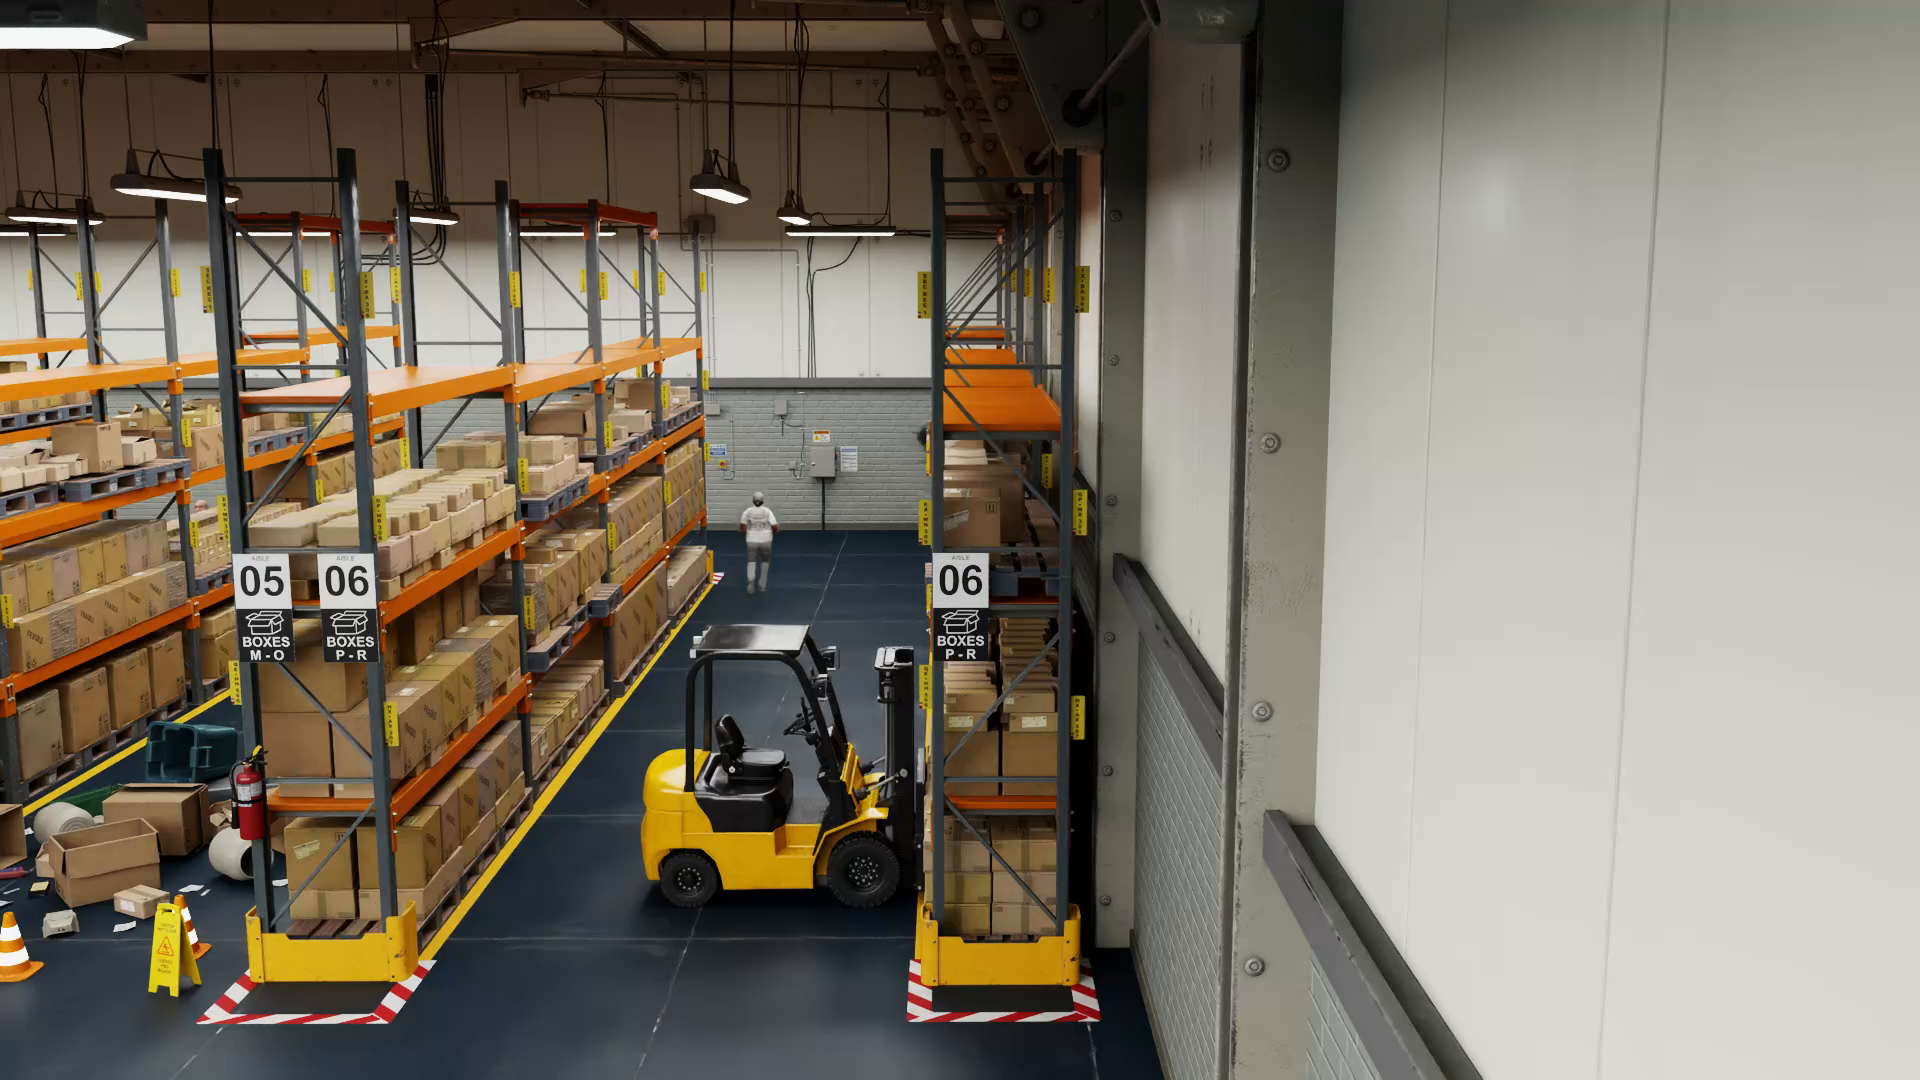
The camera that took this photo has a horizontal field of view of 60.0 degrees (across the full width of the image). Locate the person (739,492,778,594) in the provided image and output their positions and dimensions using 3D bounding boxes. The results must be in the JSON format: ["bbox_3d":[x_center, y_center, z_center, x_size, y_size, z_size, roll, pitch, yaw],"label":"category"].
[{"bbox_3d":[-3.182,0.035,26.348,0.605,1.619,0.583,0,9,-2],"label":"person"}]

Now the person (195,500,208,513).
[{"bbox_3d":[-11.544,0.273,25.285,0.710,1.764,0.666,0,9,1],"label":"person"}]
